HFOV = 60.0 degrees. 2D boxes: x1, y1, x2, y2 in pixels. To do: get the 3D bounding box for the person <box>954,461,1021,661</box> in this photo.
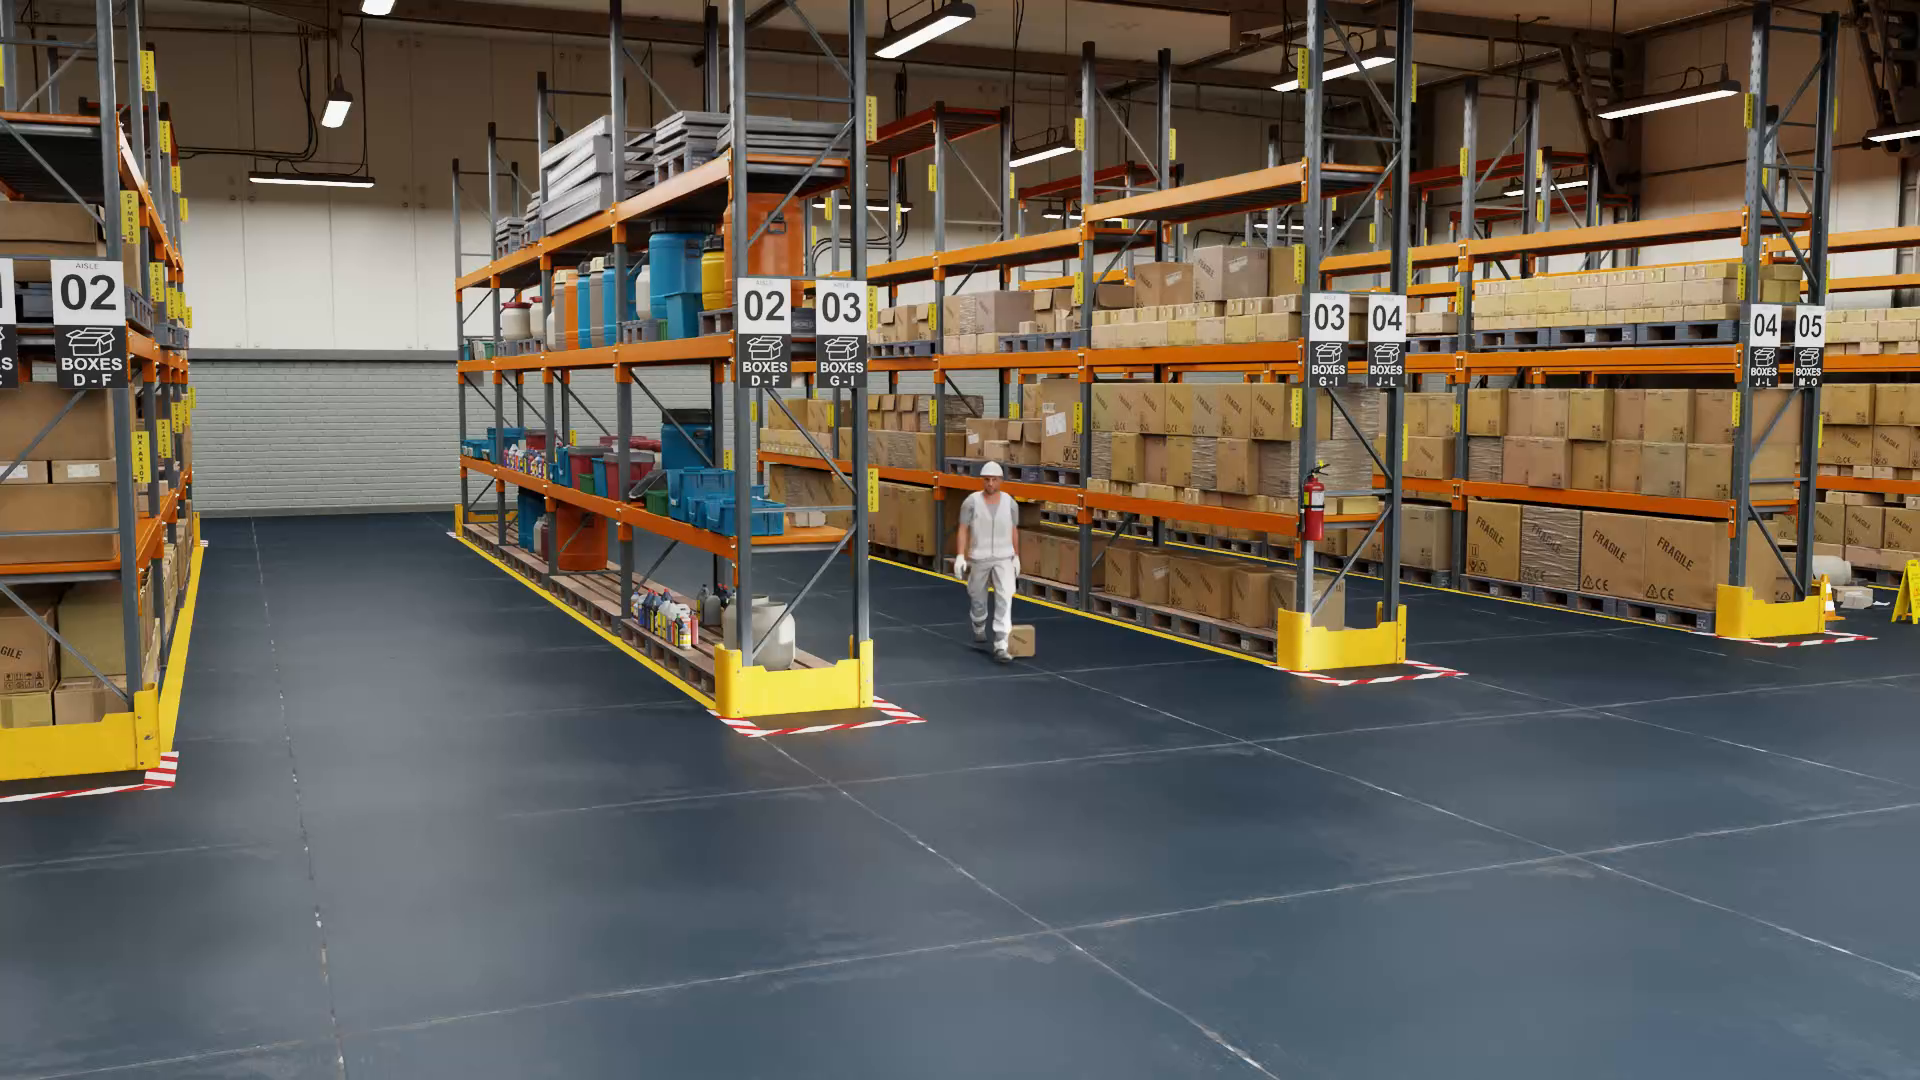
[{"bbox_3d":[0.245,0.173,14.766,0.614,1.748,1.028,0,5,-4],"label":"person"}]
